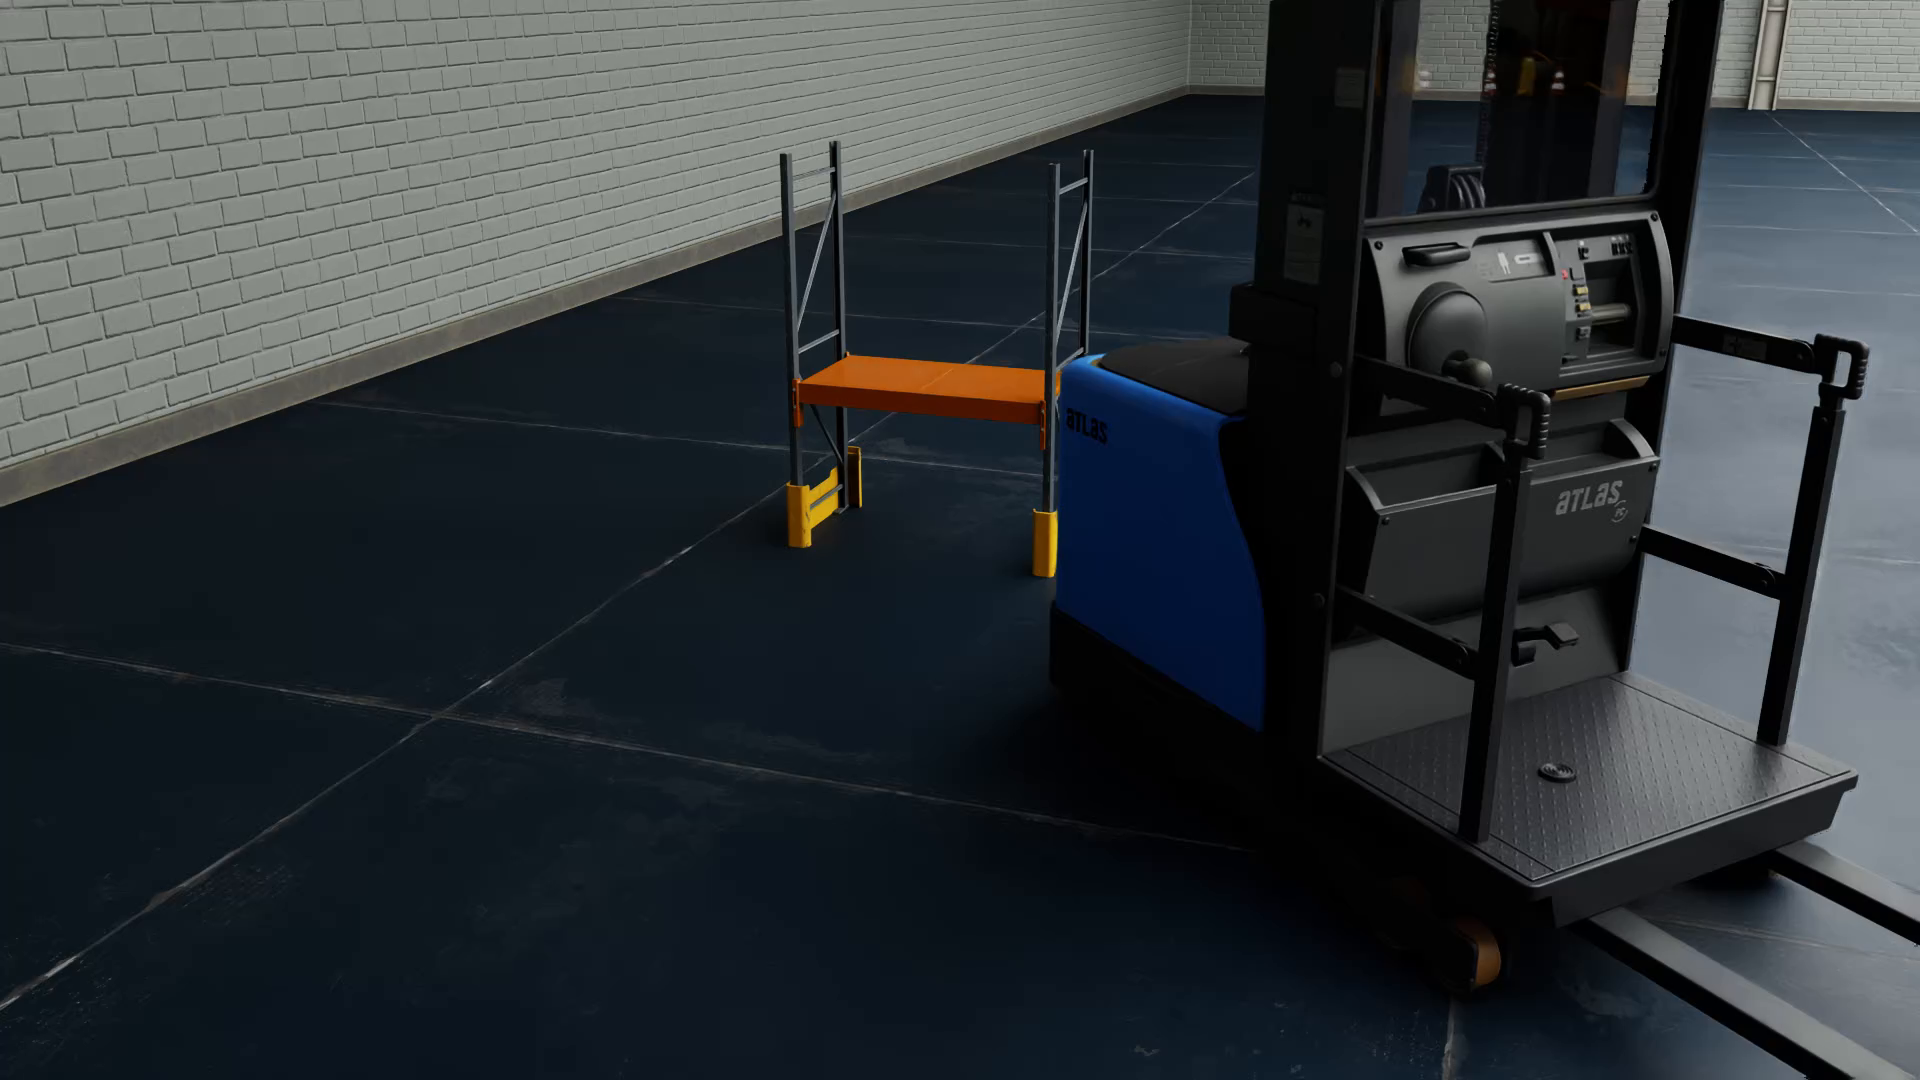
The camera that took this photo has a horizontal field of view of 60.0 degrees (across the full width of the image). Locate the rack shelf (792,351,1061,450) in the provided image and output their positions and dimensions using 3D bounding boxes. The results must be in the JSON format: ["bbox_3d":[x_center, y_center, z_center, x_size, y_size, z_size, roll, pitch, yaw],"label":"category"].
[{"bbox_3d":[-0.081,-0.548,6.415,1.000,0.185,0.538,7,20,18],"label":"rack shelf"}]

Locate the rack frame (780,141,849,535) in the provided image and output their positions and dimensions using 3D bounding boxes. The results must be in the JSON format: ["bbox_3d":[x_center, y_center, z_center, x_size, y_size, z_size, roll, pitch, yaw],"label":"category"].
[{"bbox_3d":[-0.561,-0.772,6.513,0.032,1.500,0.500,7,20,18],"label":"rack frame"}]

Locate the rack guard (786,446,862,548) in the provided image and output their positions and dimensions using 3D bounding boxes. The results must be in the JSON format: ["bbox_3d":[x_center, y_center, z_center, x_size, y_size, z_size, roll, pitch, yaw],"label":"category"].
[{"bbox_3d":[-0.542,-0.180,6.713,0.087,0.250,0.587,7,20,18],"label":"rack guard"}]

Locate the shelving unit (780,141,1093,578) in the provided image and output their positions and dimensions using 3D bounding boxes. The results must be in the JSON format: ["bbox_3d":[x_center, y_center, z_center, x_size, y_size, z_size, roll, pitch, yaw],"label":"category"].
[{"bbox_3d":[-0.072,-0.716,6.353,1.083,1.500,0.587,7,20,18],"label":"shelving unit"}]

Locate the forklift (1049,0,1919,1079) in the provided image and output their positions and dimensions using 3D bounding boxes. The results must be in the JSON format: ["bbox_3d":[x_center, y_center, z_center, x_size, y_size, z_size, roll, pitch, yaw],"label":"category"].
[{"bbox_3d":[1.424,-0.550,3.702,1.130,2.935,3.031,-10,22,-27],"label":"forklift"}]

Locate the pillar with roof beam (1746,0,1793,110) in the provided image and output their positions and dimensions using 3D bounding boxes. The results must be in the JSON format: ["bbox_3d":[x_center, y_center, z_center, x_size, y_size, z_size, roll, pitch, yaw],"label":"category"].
[{"bbox_3d":[10.937,-9.559,20.328,0.400,9.000,9.100,7,20,18],"label":"pillar with roof beam"}]

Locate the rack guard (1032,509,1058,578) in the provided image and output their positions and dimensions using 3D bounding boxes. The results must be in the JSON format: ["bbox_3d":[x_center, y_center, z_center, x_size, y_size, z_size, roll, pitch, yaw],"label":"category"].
[{"bbox_3d":[0.398,-0.072,6.404,0.087,0.250,0.587,7,20,18],"label":"rack guard"}]

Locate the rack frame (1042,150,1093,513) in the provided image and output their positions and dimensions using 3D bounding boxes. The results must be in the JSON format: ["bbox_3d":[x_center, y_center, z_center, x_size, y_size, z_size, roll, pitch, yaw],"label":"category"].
[{"bbox_3d":[0.400,-0.663,6.198,0.032,1.500,0.500,7,20,18],"label":"rack frame"}]
